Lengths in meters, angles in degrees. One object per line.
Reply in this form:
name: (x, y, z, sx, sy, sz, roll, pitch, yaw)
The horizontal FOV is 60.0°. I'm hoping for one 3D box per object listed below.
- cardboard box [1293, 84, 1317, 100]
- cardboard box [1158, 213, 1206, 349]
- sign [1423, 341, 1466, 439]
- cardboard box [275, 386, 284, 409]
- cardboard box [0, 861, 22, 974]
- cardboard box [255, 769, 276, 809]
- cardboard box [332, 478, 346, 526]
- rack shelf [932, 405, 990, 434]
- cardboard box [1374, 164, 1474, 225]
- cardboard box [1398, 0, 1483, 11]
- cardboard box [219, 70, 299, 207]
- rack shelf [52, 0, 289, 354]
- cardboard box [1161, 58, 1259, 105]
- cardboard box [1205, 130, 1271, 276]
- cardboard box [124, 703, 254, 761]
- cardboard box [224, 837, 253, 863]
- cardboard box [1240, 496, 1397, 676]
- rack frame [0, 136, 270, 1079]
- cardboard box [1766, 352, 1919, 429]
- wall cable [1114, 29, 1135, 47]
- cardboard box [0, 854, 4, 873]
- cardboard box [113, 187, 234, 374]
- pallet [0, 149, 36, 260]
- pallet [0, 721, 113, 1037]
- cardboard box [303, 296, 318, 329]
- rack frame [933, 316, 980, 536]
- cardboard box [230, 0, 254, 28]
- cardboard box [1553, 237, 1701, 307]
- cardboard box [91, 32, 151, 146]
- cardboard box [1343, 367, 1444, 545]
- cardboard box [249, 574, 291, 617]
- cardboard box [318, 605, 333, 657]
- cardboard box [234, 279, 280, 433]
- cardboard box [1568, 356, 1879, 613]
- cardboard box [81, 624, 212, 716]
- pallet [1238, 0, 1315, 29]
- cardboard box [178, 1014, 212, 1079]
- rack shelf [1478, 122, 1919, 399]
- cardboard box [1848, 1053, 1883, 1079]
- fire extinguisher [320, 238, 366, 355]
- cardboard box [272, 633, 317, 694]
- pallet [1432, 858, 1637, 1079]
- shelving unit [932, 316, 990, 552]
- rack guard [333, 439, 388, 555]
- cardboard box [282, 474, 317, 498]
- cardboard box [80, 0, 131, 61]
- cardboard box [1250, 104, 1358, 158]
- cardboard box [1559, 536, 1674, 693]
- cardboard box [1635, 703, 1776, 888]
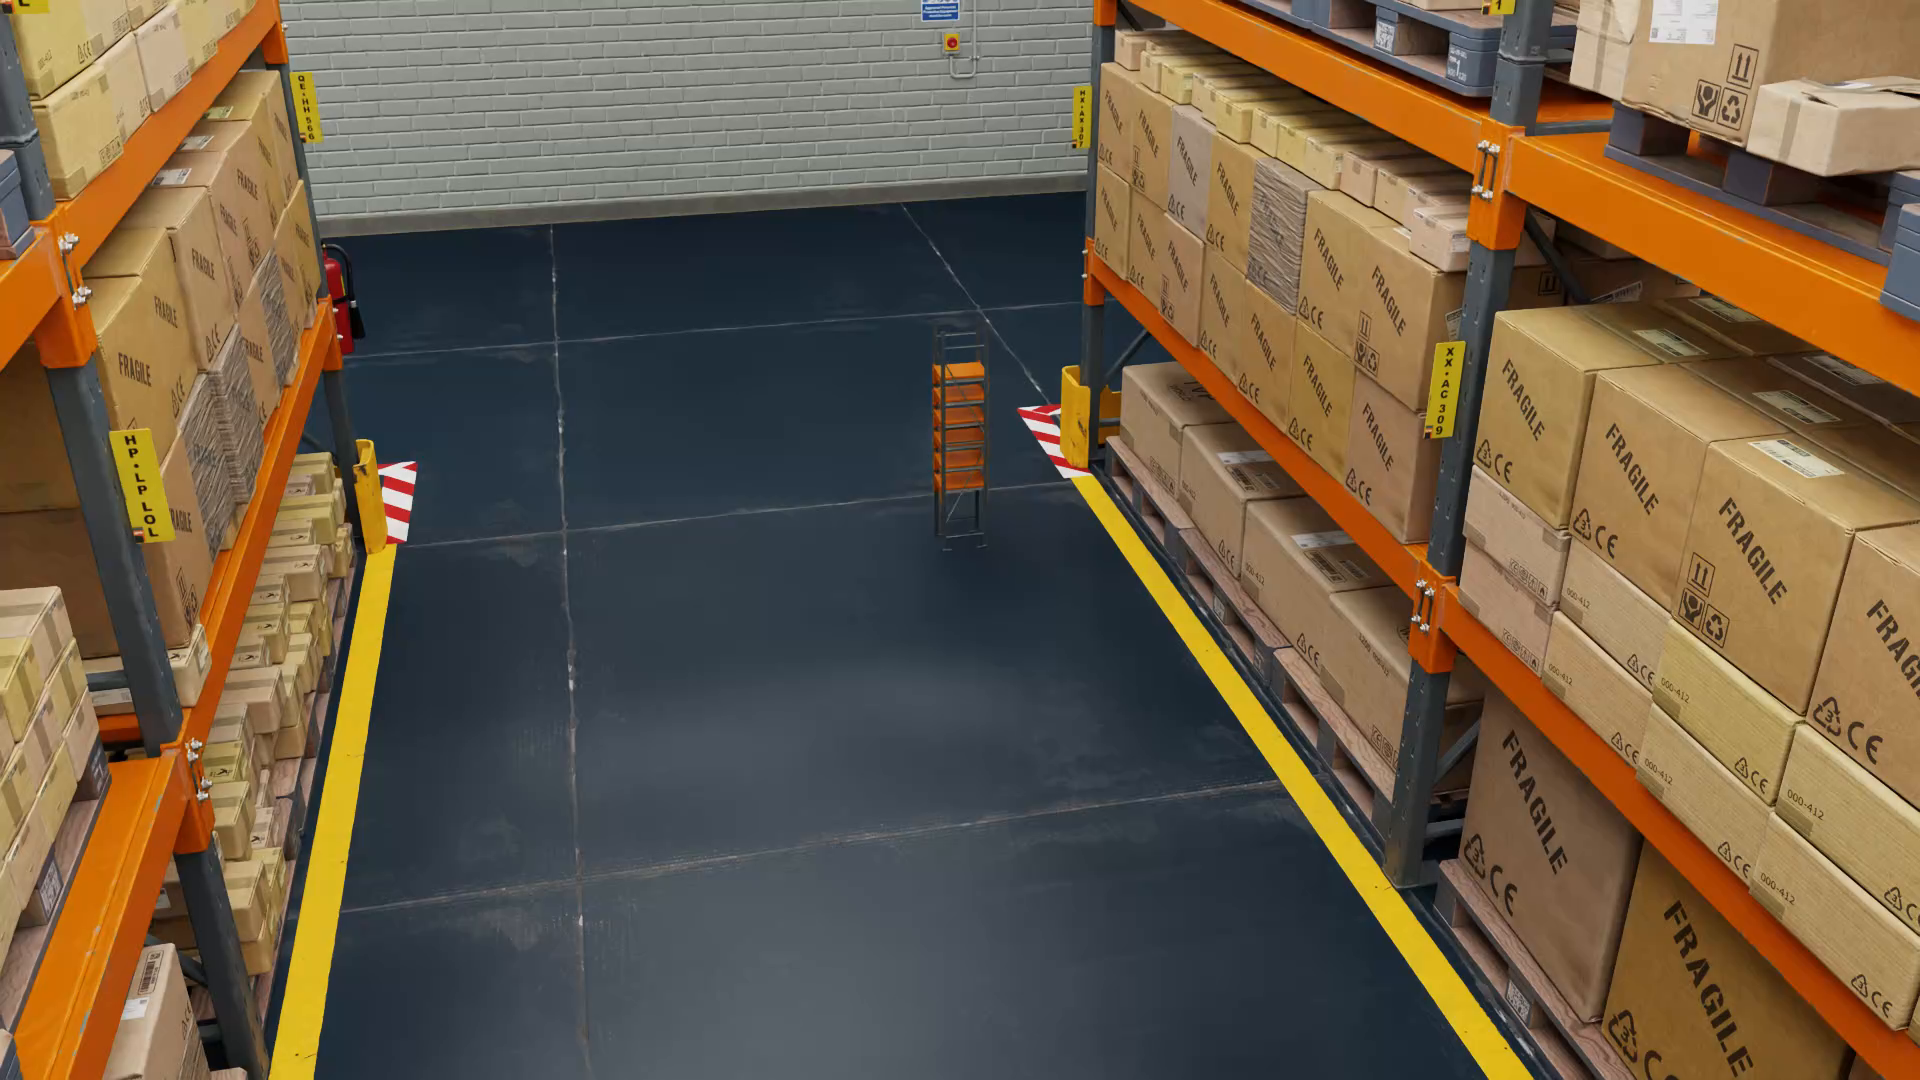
cardboard box: (1.692, -2.062, 7.566, 0.380, 0.149, 0.250, -6, 27, -12)
cardboard box: (1.255, -1.230, 7.746, 0.500, 0.500, 0.500, -6, 27, -12)
sign: (1.550, -0.478, 5.319, 0.100, 0.325, 0.005, -6, 27, -12)
cardboard box: (-3.061, -0.646, 6.979, 0.380, 0.149, 0.250, -7, 28, -14)
cardboard box: (-2.258, 0.846, 3.557, 0.380, 0.149, 0.250, -7, 28, -14)
cardboard box: (-2.751, 1.000, 6.138, 0.380, 0.149, 0.250, -7, 28, -13)
cardboard box: (-3.214, -0.167, 8.120, 0.380, 0.149, 0.250, -7, 28, -13)
rack shelf: (0.003, -0.597, 8.433, 0.258, 0.103, 0.180, -6, 27, -12)
cardboard box: (1.710, -1.234, 5.925, 0.380, 0.149, 0.250, -6, 27, -12)
cardboard box: (1.634, -1.872, 5.374, 0.396, 0.266, 0.258, -5, 27, -10)
cardboard box: (-3.266, -1.770, 7.378, 0.500, 0.500, 0.500, -7, 28, -13)
rack shelf: (-3.161, -1.462, 5.787, 1.077, 0.370, 4.000, -6, 27, -12)
cardboard box: (1.151, -2.118, 7.678, 0.380, 0.149, 0.250, -7, 28, -13)
cardboard box: (1.379, -1.450, 7.074, 0.500, 0.500, 0.500, -6, 27, -11)
cardboard box: (-2.776, 0.736, 6.000, 0.380, 0.149, 0.250, -7, 28, -13)
cardboard box: (-2.624, 1.093, 5.624, 0.380, 0.149, 0.250, -6, 27, -11)
cardboard box: (1.851, 0.164, 7.474, 0.875, 0.438, 0.875, -7, 28, -13)
rack frame: (-2.710, 0.434, 4.561, 1.000, 3.000, 0.127, -6, 27, -12)
cardboard box: (2.559, -0.207, 4.611, 0.500, 0.500, 0.500, -5, 27, -11)
wall cable: (1.274, -4.945, 14.090, 0.588, 1.984, 0.122, -6, 27, -12)
cardboard box: (-2.248, 0.725, 3.468, 0.380, 0.149, 0.250, -7, 28, -13)
cardboard box: (-2.789, -0.863, 5.580, 0.500, 0.500, 0.500, -5, 27, -11)
pallet: (-2.674, -0.540, 3.369, 1.213, 0.211, 1.003, -6, 27, -12)
pallet: (-2.679, 0.870, 3.911, 1.003, 0.211, 1.213, -6, 27, -12)
cardboard box: (-3.262, -1.096, 7.870, 0.380, 0.149, 0.250, -6, 27, -12)
rack frame: (-0.017, -0.569, 8.547, 0.240, 1.200, 0.006, -6, 27, -12)
cardboard box: (-3.129, -2.198, 6.614, 0.500, 0.250, 0.500, -6, 27, -12)
cardboard box: (2.219, -0.838, 5.860, 0.500, 0.500, 0.500, -6, 27, -11)
cardboard box: (-2.679, -1.287, 4.809, 0.500, 0.250, 0.500, -6, 27, -12)
cardboard box: (1.737, -0.335, 5.975, 0.500, 0.500, 0.500, -6, 27, -11)
cardboard box: (-2.999, 0.280, 6.903, 0.380, 0.149, 0.250, -7, 28, -13)
cardboard box: (-2.970, 0.413, 7.301, 0.380, 0.149, 0.250, -7, 28, -14)
cardboard box: (-2.922, -0.660, 6.288, 0.500, 0.500, 0.500, -5, 27, -9)
cardboard box: (2.051, -0.161, 4.520, 0.500, 0.500, 0.500, -6, 27, -12)
cardboard box: (-2.455, 0.388, 4.930, 0.380, 0.149, 0.250, -5, 27, -10)
pallet: (1.644, -2.307, 6.762, 1.003, 0.211, 1.213, -6, 27, -12)
cardboard box: (-2.298, 1.662, 4.437, 0.500, 0.500, 0.500, -6, 27, -13)
rack shelf: (2.541, -0.253, 3.392, 1.077, 0.370, 4.000, -6, 27, -12)
cardboard box: (2.720, 1.700, 3.944, 0.875, 0.875, 0.875, -6, 27, -11)
fire extinguisher: (-3.218, -1.279, 8.454, 0.296, 0.674, 0.183, -6, 27, -12)
cardboard box: (-2.837, 0.520, 6.760, 0.380, 0.149, 0.250, -6, 27, -11)
pallet: (2.337, 1.463, 5.618, 1.003, 0.211, 1.213, -6, 27, -12)
shelving unit: (0.003, -0.529, 8.467, 0.258, 1.200, 0.189, -6, 27, -12)
rack guard: (-3.594, -0.173, 8.538, 1.175, 0.500, 0.348, -6, 27, -12)
cardboard box: (-3.244, -0.180, 7.815, 0.380, 0.149, 0.250, -5, 27, -11)
cardboard box: (-2.692, -1.516, 4.708, 0.500, 0.250, 0.500, -6, 27, -12)
cardboard box: (1.414, -1.671, 6.790, 0.380, 0.149, 0.250, -6, 27, -12)
cardboard box: (2.059, 0.178, 4.679, 0.500, 0.250, 0.500, -6, 27, -11)
cardboard box: (2.150, 0.627, 4.344, 0.500, 0.250, 0.500, -6, 27, -12)
